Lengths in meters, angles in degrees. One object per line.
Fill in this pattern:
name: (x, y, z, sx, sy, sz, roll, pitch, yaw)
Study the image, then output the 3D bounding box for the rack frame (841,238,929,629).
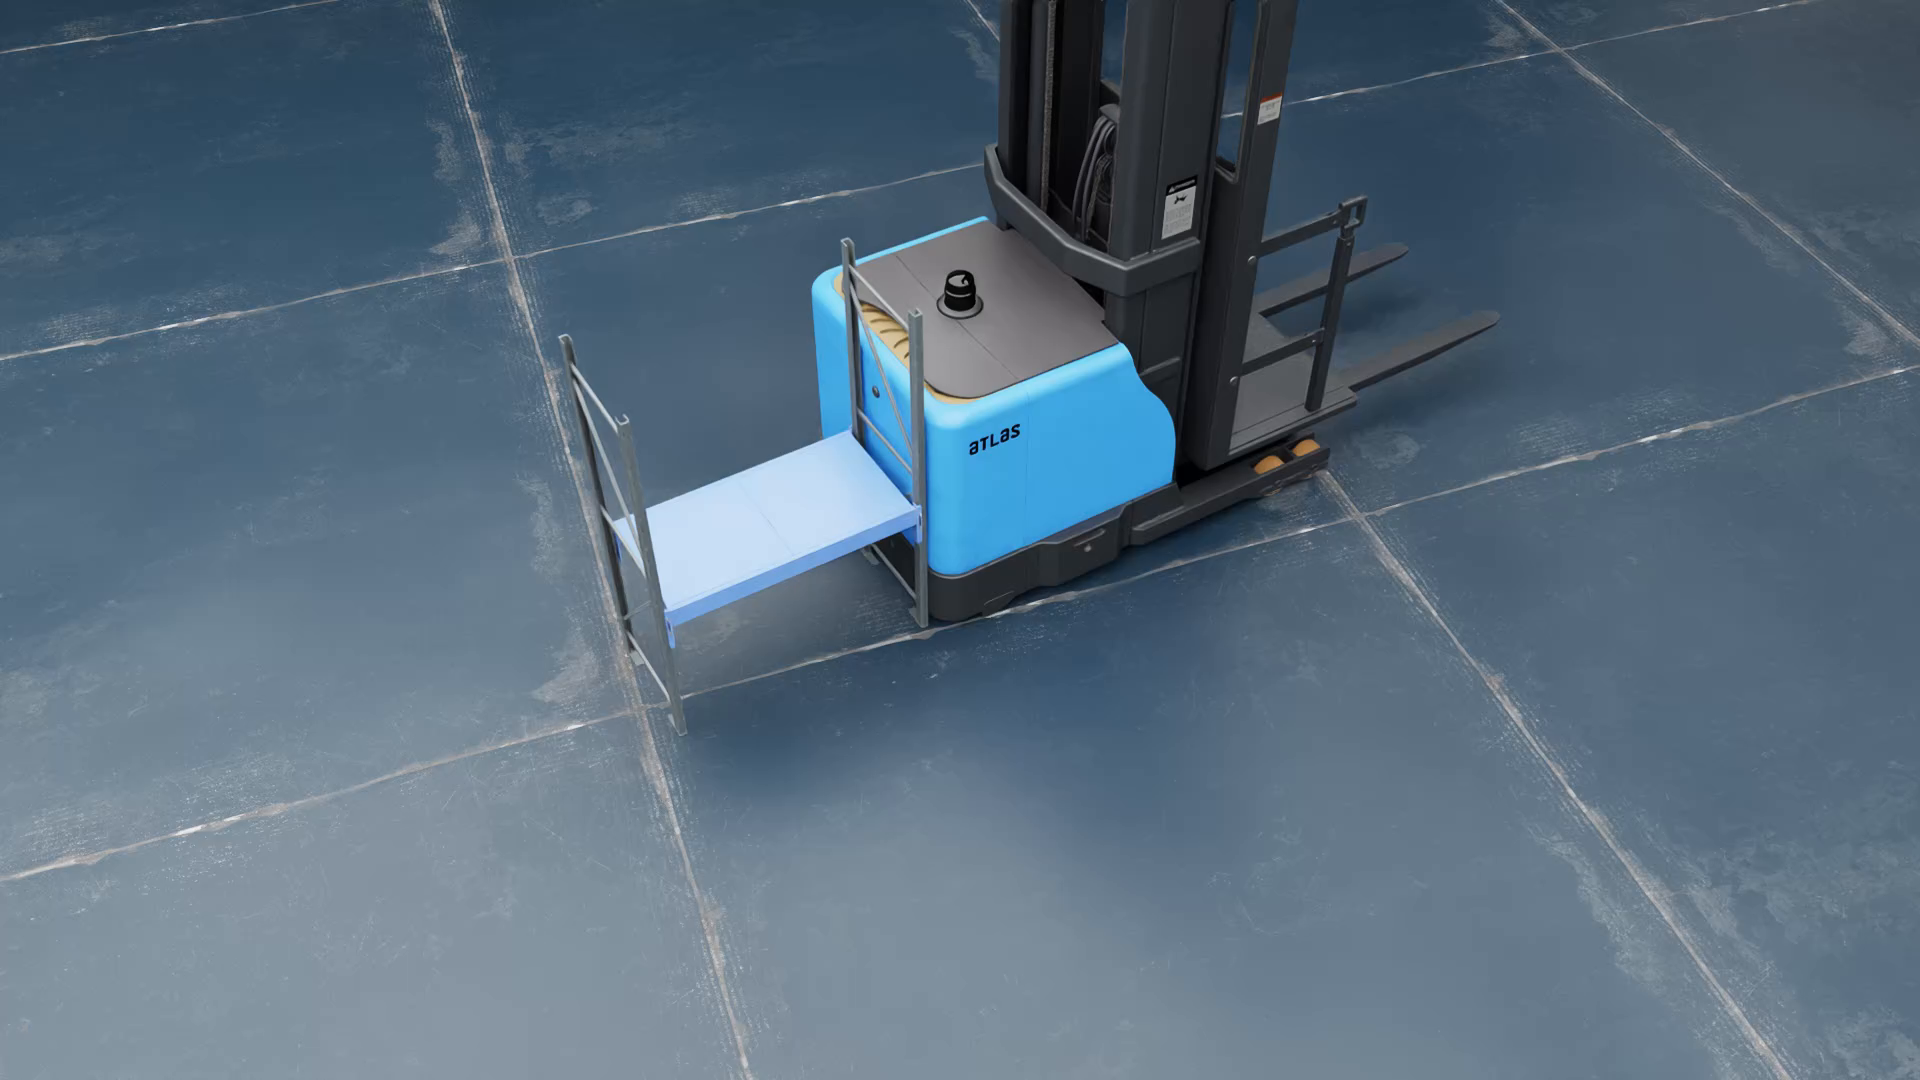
rack frame: (-0.263, -0.344, 6.034, 0.032, 1.500, 0.500, -23, 50, -21)

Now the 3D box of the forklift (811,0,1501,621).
forklift: (0.955, -1.519, 6.194, 3.031, 2.935, 1.130, -23, 50, -21)

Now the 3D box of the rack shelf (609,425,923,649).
rack shelf: (-0.698, -0.030, 5.975, 1.000, 0.185, 0.538, -23, 50, -21)

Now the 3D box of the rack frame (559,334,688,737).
rack frame: (-1.132, 0.030, 5.662, 0.032, 1.500, 0.500, -23, 50, -21)

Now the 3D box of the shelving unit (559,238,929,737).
shelving unit: (-0.698, -0.157, 5.848, 1.048, 1.500, 0.538, -23, 50, -21)
